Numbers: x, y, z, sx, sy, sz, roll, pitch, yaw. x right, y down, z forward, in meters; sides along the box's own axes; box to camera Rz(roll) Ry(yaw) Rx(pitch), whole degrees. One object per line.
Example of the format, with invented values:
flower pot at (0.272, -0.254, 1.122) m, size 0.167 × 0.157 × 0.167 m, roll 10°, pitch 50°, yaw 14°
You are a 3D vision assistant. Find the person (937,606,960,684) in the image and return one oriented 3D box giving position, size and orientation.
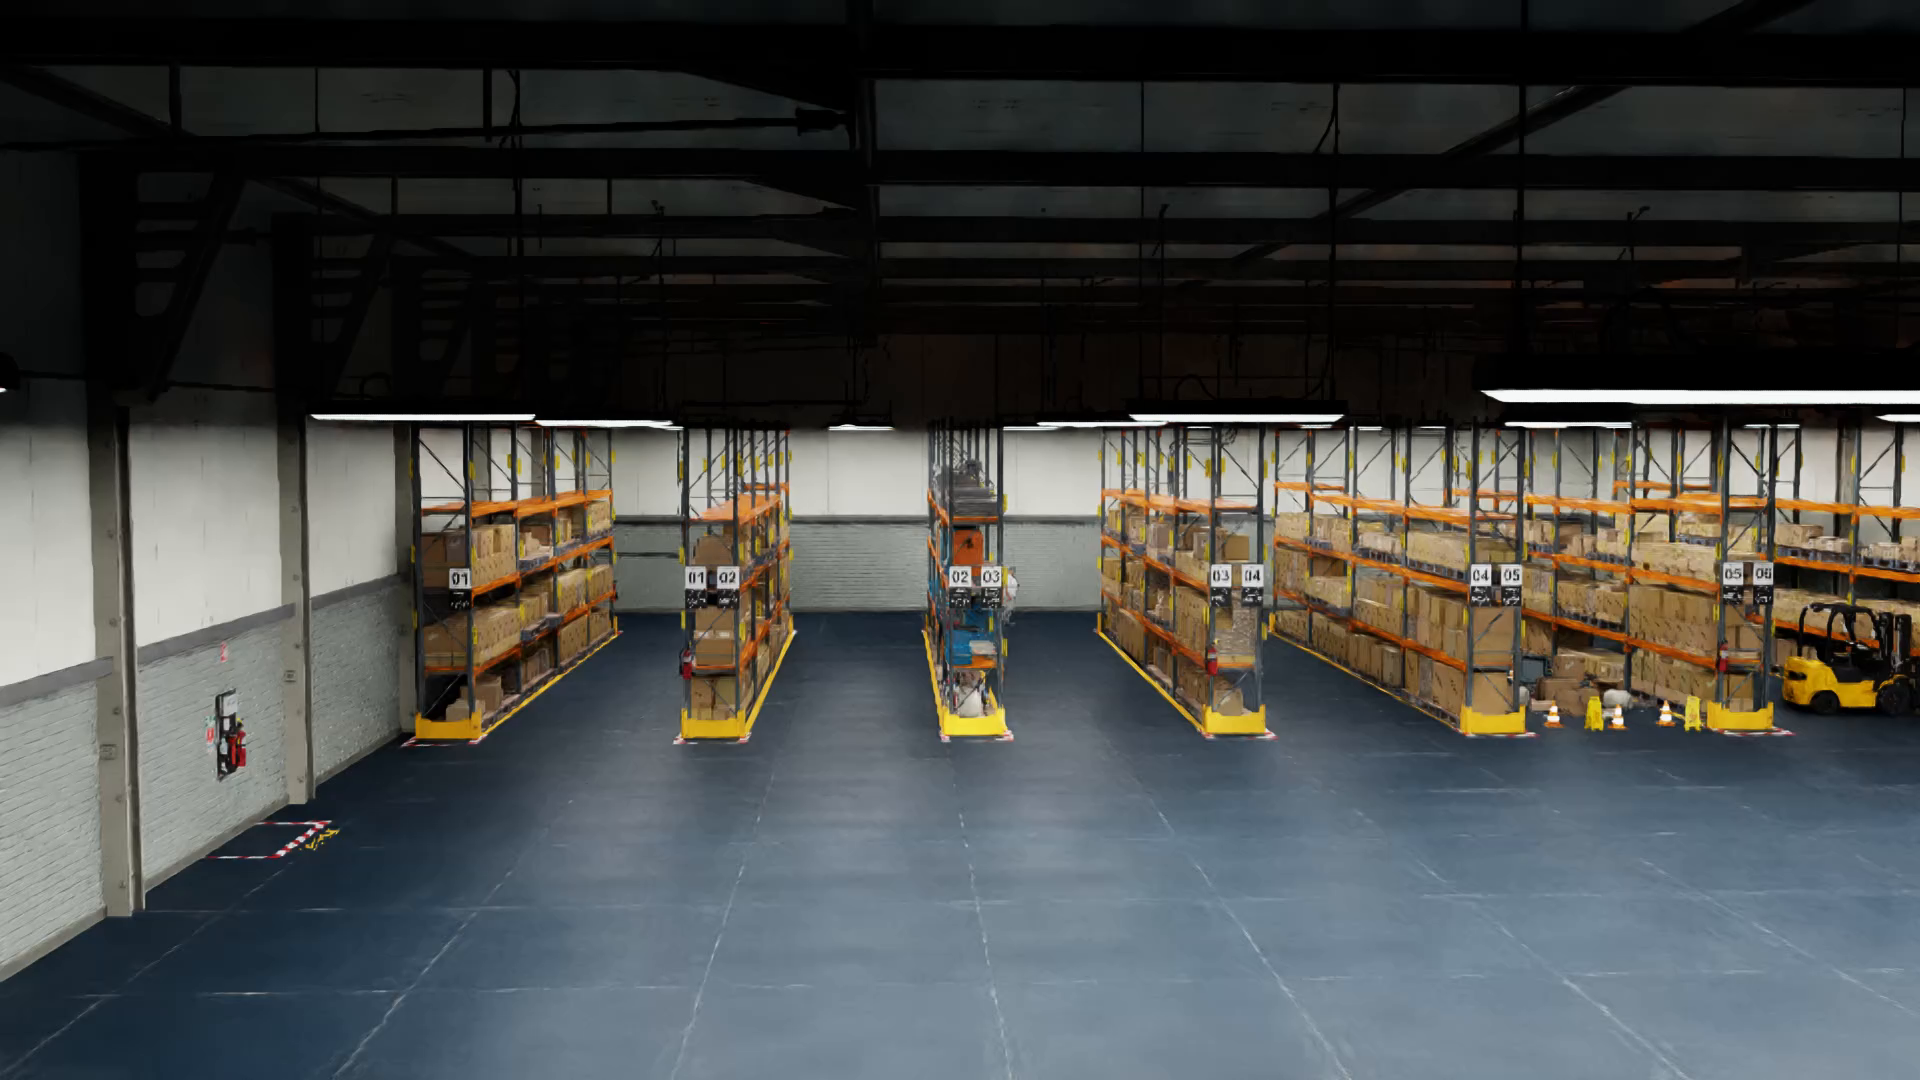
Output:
person at (-0.247, 2.291, 36.361) m, size 0.487 × 1.724 × 0.591 m, roll -1°, pitch 4°, yaw -10°

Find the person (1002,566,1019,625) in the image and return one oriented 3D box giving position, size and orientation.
person at (1.414, 1.644, 49.062) m, size 0.509 × 1.737 × 0.715 m, roll 2°, pitch 4°, yaw 24°
